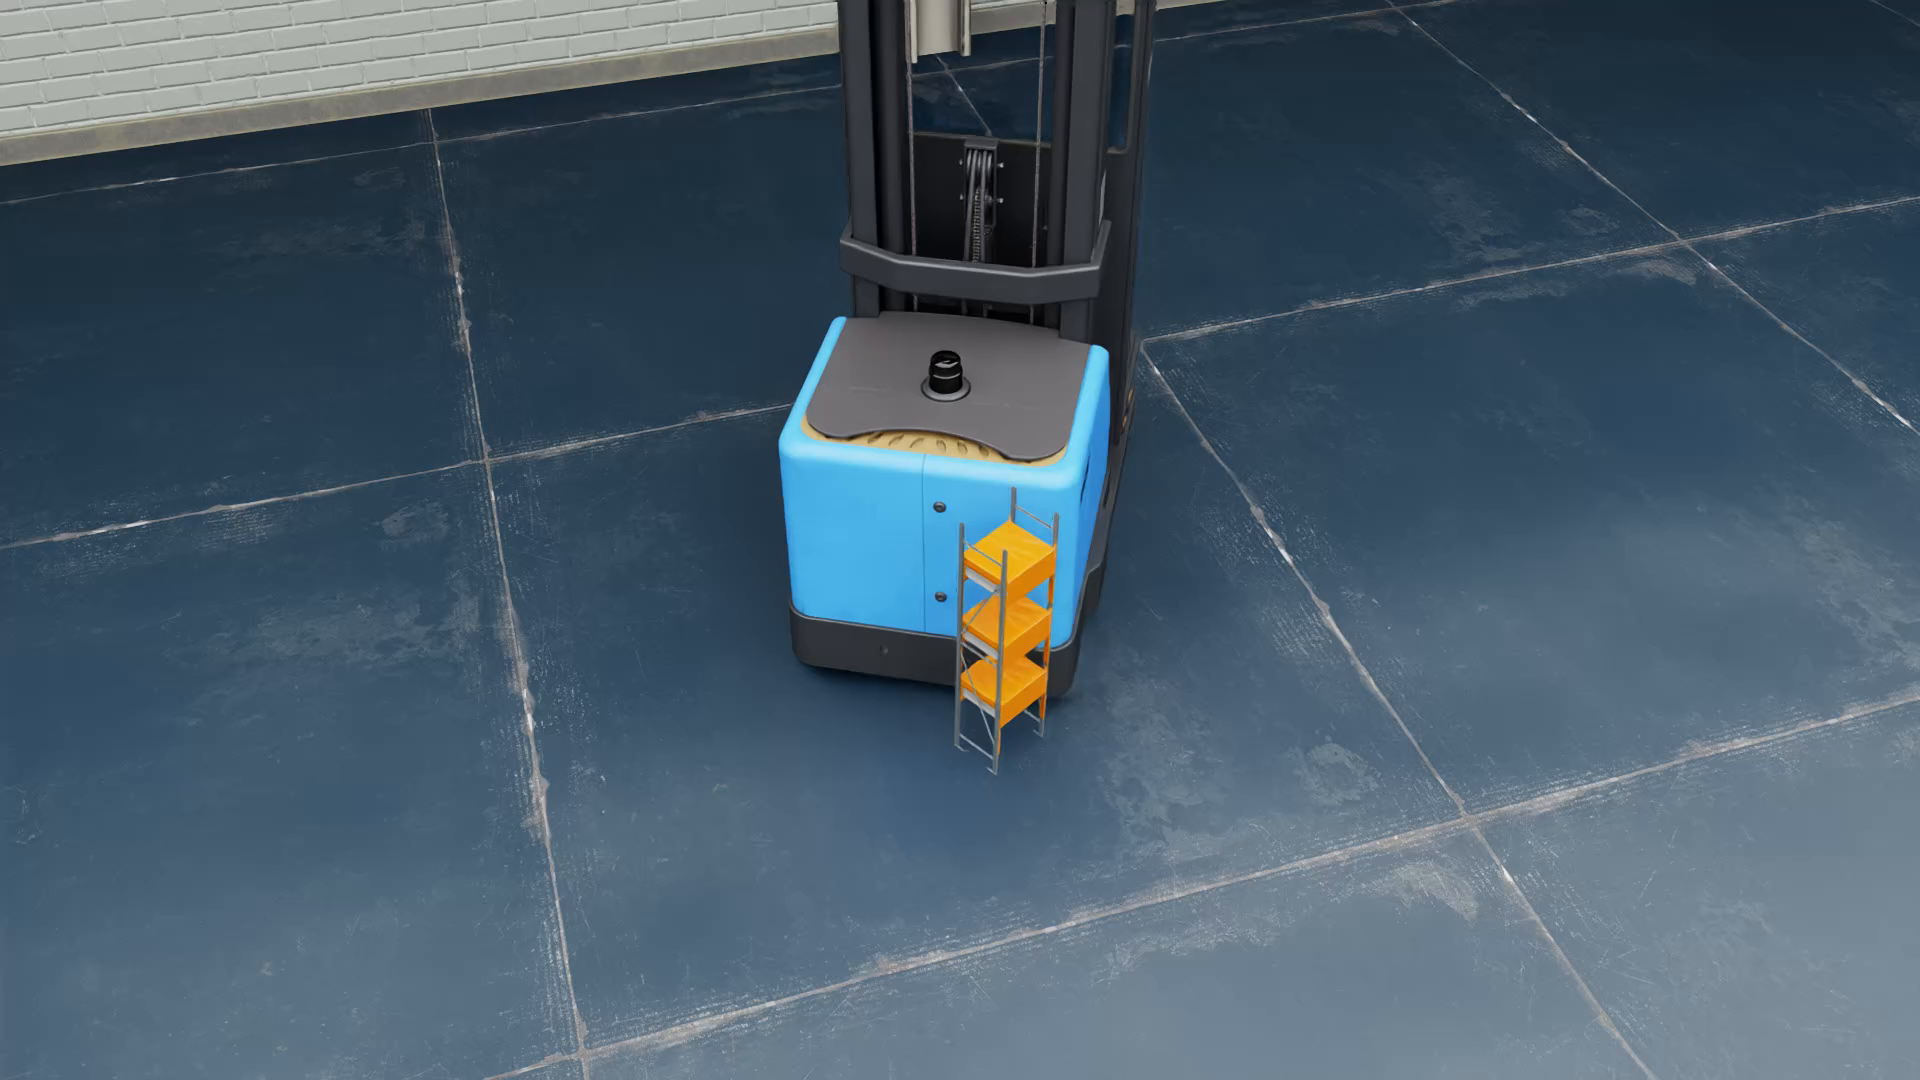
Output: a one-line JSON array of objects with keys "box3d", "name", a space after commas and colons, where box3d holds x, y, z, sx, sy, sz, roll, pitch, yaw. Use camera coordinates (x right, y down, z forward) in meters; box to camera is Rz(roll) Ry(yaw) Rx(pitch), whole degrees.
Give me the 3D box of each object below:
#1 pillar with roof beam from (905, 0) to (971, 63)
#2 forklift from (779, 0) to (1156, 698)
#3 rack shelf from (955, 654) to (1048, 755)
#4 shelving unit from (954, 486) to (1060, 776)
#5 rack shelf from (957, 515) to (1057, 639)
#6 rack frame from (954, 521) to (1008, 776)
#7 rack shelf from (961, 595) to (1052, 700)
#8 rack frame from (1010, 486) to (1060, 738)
[{"box3d": [1.126, -3.702, 4.148, 0.400, 9.000, 9.100, -12, 42, -13], "name": "pillar with roof beam"}, {"box3d": [0.169, -1.510, 6.251, 1.130, 2.935, 3.031, 7, 42, 8], "name": "forklift"}, {"box3d": [0.142, 0.540, 5.768, 0.215, 0.259, 0.240, 33, 50, 30], "name": "rack shelf"}, {"box3d": [0.147, 0.324, 5.577, 0.215, 1.050, 0.252, 33, 50, 30], "name": "shelving unit"}, {"box3d": [0.152, 0.120, 5.396, 0.215, 0.259, 0.240, 33, 50, 30], "name": "rack shelf"}, {"box3d": [0.064, 0.382, 5.509, 0.200, 1.050, 0.008, 33, 50, 30], "name": "rack frame"}, {"box3d": [0.147, 0.332, 5.584, 0.215, 0.259, 0.240, 33, 50, 30], "name": "rack shelf"}, {"box3d": [0.231, 0.267, 5.644, 0.200, 1.050, 0.008, 33, 50, 30], "name": "rack frame"}]
